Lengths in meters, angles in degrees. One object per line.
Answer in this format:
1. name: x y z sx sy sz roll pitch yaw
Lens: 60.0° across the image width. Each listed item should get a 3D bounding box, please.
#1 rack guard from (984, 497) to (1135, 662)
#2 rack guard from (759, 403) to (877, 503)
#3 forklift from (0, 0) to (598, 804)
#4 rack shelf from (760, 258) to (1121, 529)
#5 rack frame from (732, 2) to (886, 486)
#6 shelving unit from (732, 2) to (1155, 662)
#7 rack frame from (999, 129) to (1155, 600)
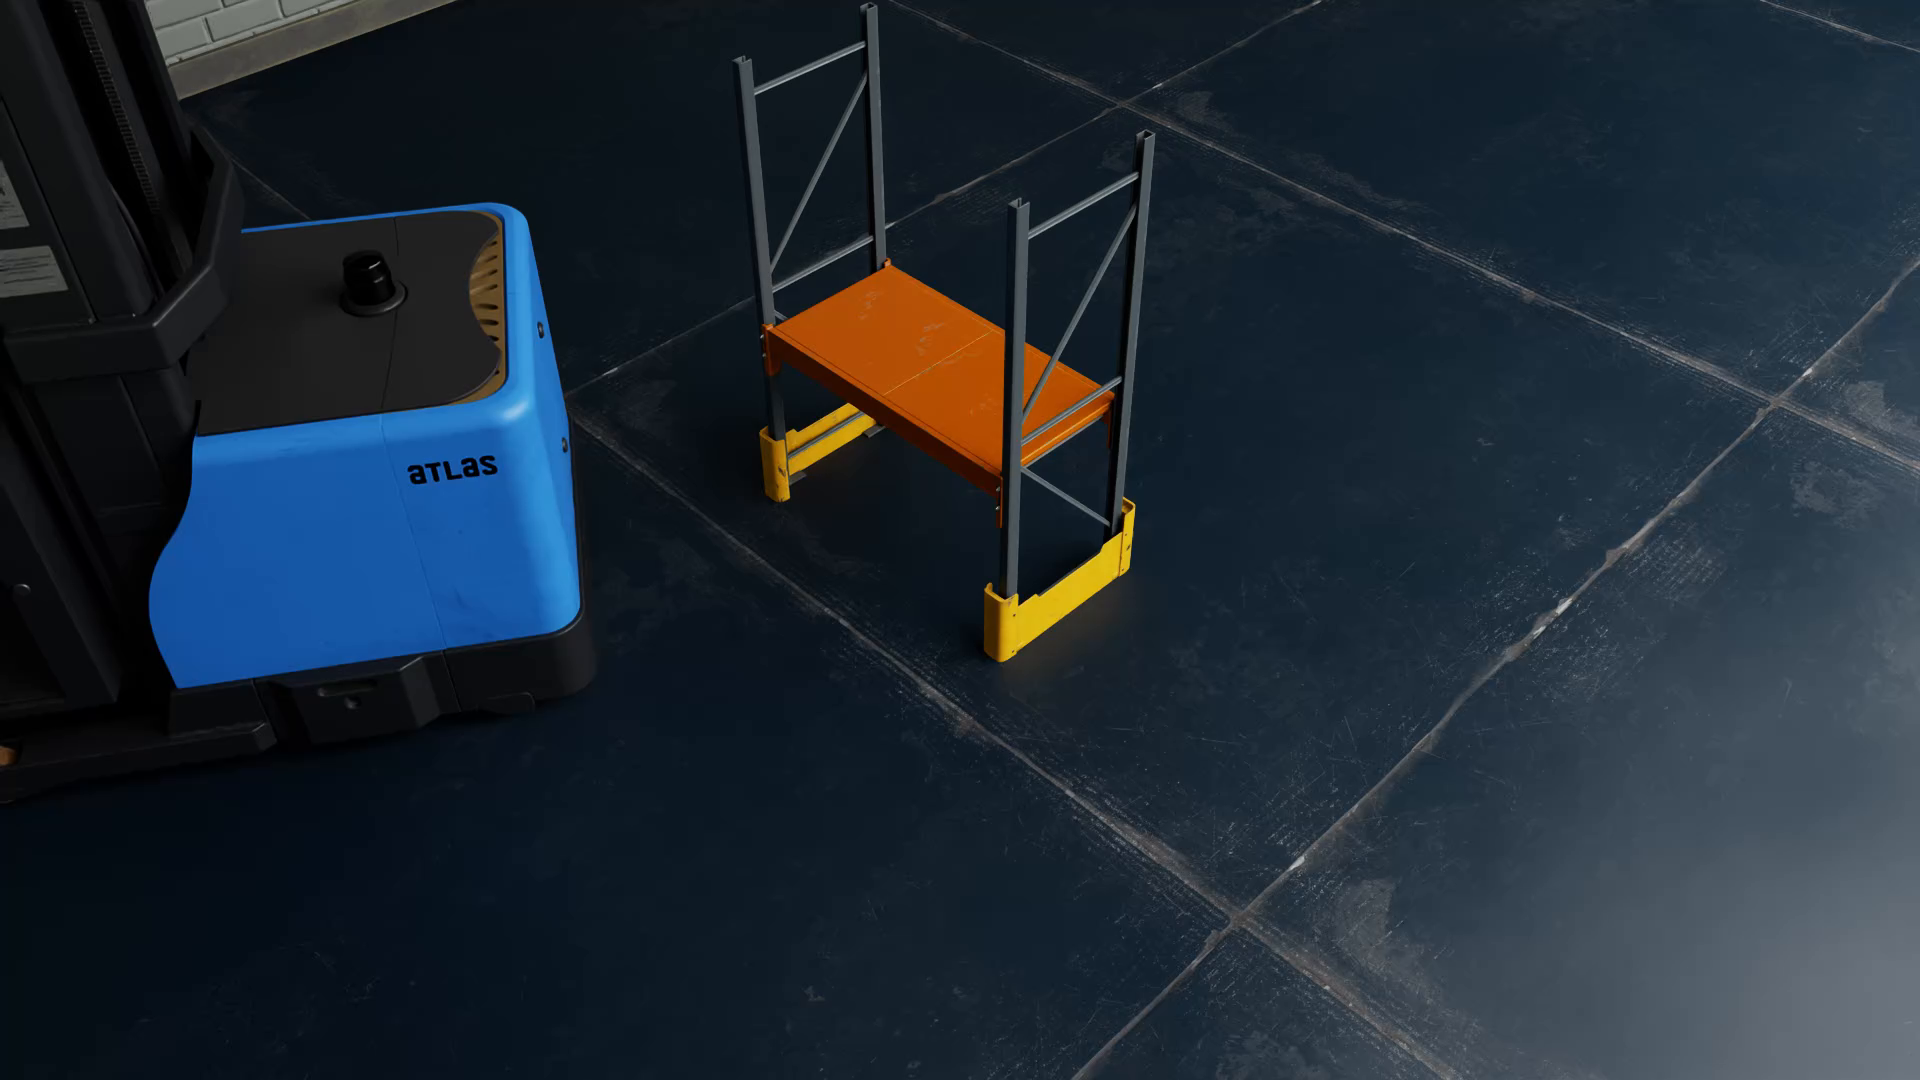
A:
1. rack guard: 0.298 0.111 4.946 0.587 0.250 0.087 -34 53 -31
2. rack guard: -0.406 -0.368 5.464 0.587 0.250 0.087 -34 53 -31
3. forklift: -2.606 -0.730 3.881 3.031 2.935 1.130 -8 43 -9
4. rack shelf: -0.060 -0.460 4.907 0.538 0.185 1.000 -34 53 -31
5. rack frame: -0.419 -0.836 5.050 0.500 1.500 0.032 -34 53 -31
6. shelving unit: -0.054 -0.587 4.781 0.587 1.500 1.083 -34 53 -31
7. rack frame: 0.299 -0.348 4.521 0.500 1.500 0.032 -34 53 -31
